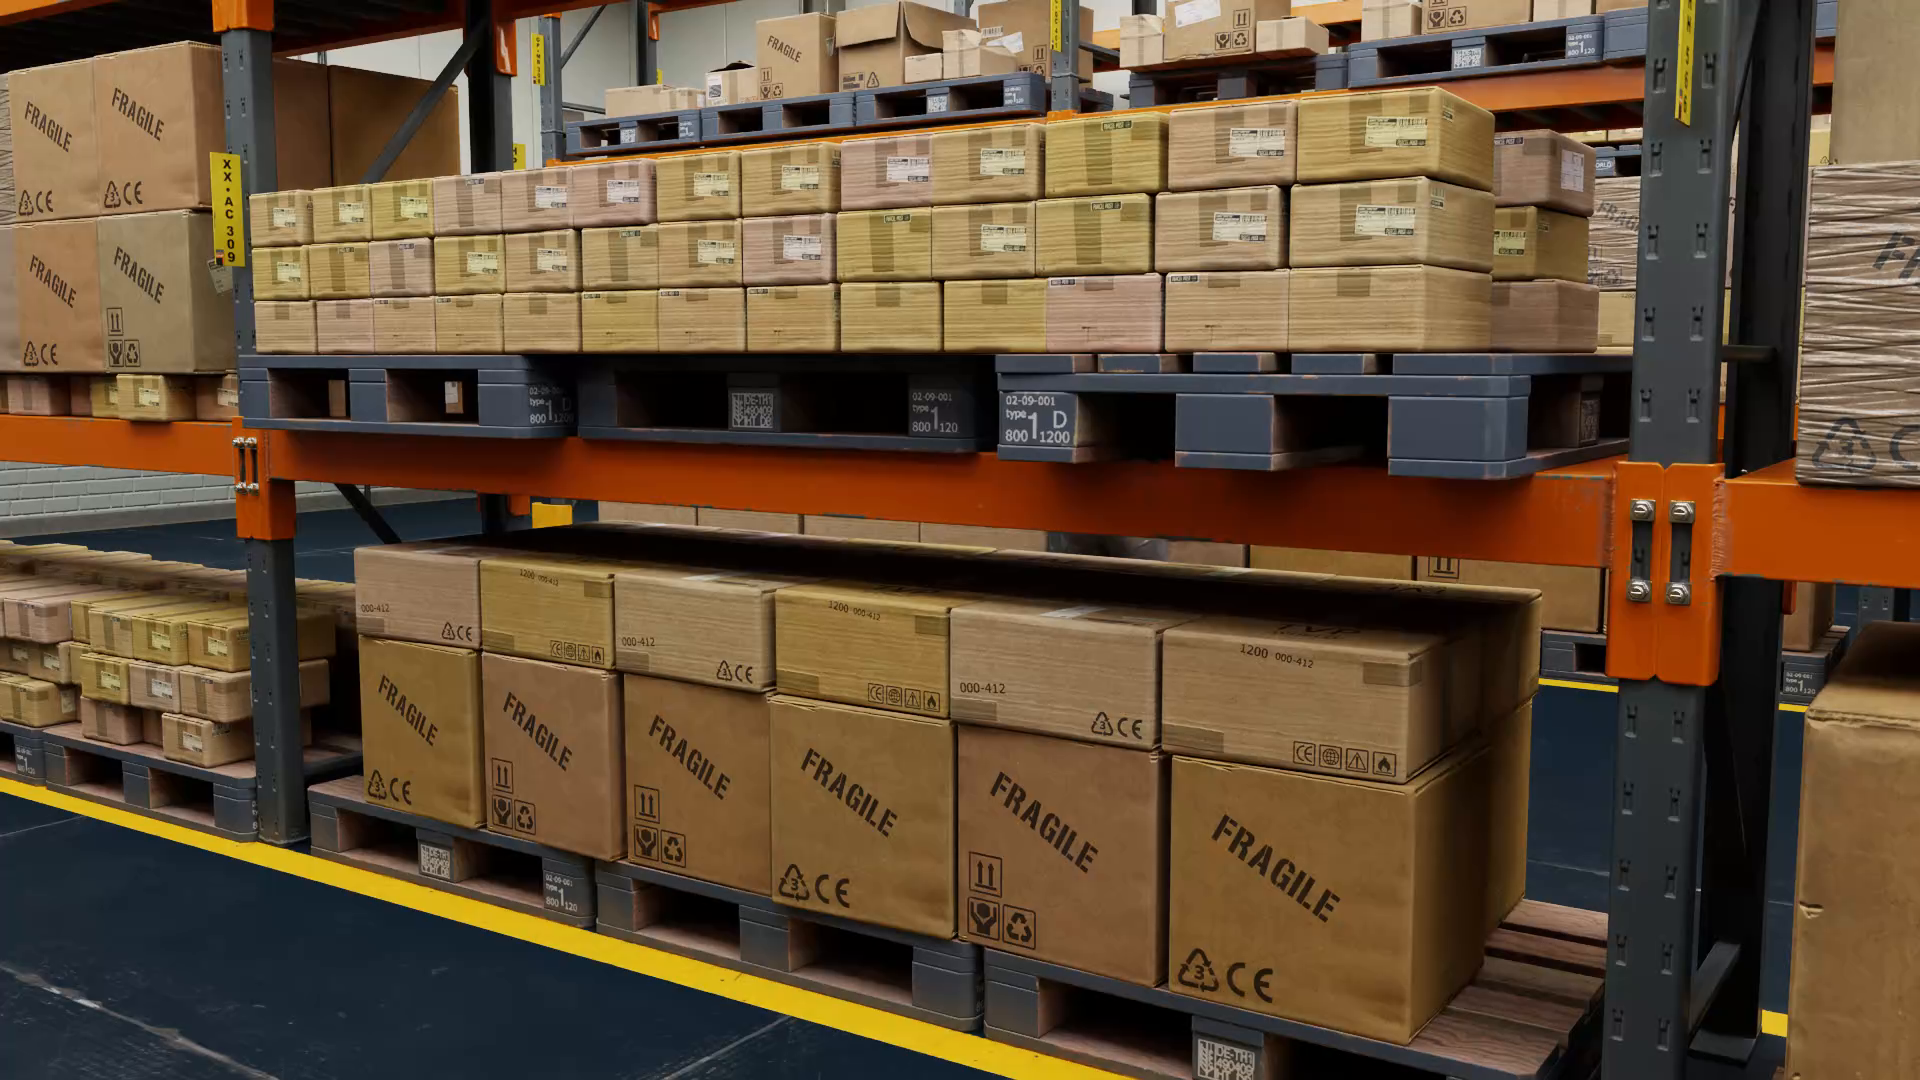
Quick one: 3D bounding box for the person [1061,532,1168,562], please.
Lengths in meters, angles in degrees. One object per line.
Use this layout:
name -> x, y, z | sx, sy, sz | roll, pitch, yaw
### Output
person -> 0.642, -0.092, 6.550 | 0.488, 1.765, 0.575 | 4, 7, 32
